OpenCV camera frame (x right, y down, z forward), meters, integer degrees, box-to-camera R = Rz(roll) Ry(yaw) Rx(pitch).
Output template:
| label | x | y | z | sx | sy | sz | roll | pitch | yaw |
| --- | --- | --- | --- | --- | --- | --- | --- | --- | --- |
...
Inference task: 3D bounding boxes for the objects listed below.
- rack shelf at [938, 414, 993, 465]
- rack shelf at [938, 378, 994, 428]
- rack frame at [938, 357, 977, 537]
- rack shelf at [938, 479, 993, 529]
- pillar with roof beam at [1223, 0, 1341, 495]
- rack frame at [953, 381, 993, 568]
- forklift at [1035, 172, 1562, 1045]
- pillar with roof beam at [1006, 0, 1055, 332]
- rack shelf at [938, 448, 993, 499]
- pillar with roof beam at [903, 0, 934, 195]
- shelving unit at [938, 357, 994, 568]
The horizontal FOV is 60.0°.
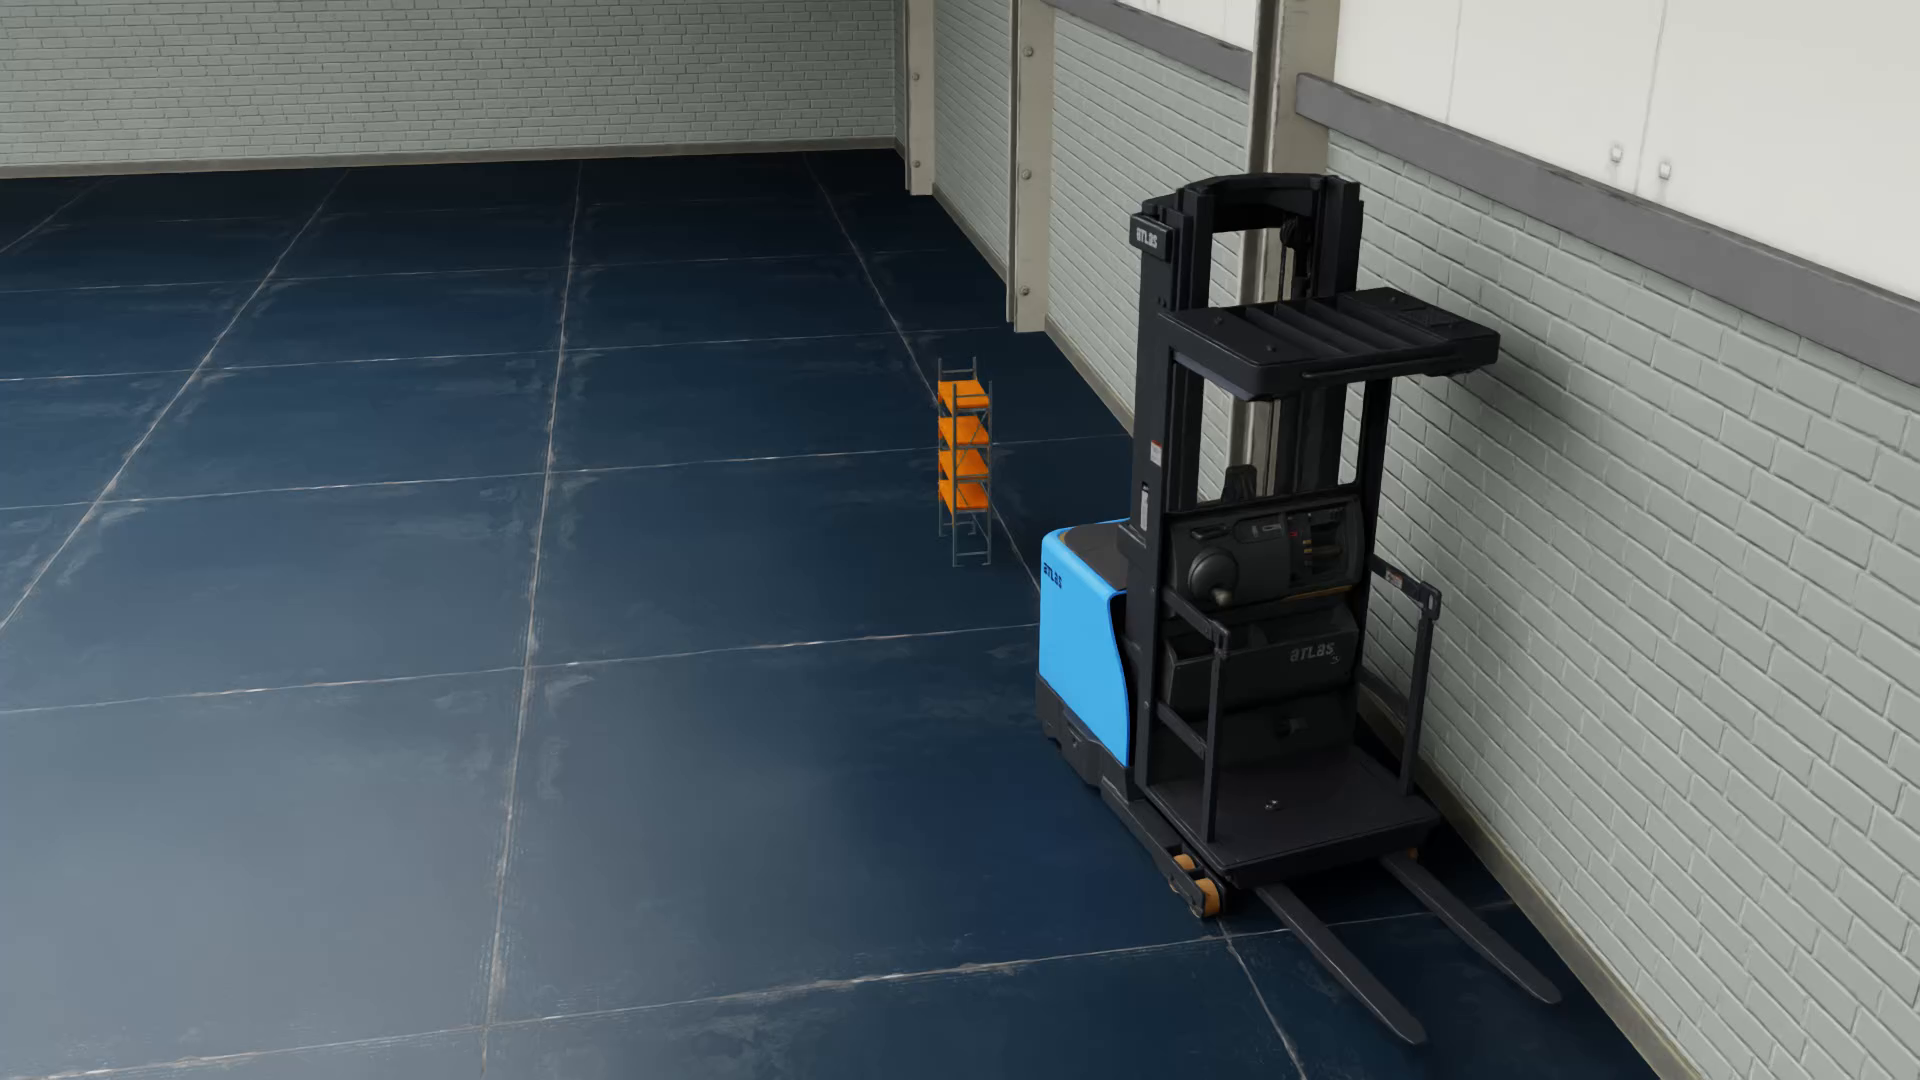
| label | x | y | z | sx | sy | sz | roll | pitch | yaw |
| --- | --- | --- | --- | --- | --- | --- | --- | --- | --- |
| rack shelf | 0.031 | -0.628 | 10.298 | 0.258 | 0.148 | 0.480 | -4 | 24 | -10 |
| rack shelf | 0.031 | -0.845 | 10.203 | 0.258 | 0.148 | 0.480 | -4 | 24 | -10 |
| rack frame | -0.015 | -0.581 | 10.581 | 0.240 | 1.200 | 0.015 | -4 | 24 | -10 |
| rack shelf | 0.031 | -0.241 | 10.467 | 0.258 | 0.148 | 0.480 | -4 | 24 | -10 |
| pillar with roof beam | -2.506 | -3.414 | 7.323 | 9.100 | 9.000 | 0.400 | -4 | 24 | -10 |
| rack frame | 0.076 | -0.389 | 10.141 | 0.240 | 1.200 | 0.015 | -4 | 24 | -10 |
| forklift | 1.397 | 0.073 | 6.921 | 1.130 | 2.935 | 3.031 | -9 | 25 | -20 |
| pillar with roof beam | -3.615 | -5.774 | 12.726 | 9.100 | 9.000 | 0.400 | -4 | 24 | -10 |
| rack shelf | 0.031 | -0.423 | 10.388 | 0.258 | 0.148 | 0.480 | -4 | 24 | -10 |
| pillar with roof beam | -4.725 | -8.134 | 18.130 | 9.100 | 9.000 | 0.400 | -4 | 24 | -10 |
| shelving unit | 0.031 | -0.485 | 10.361 | 0.258 | 1.200 | 0.503 | -4 | 24 | -10 |
